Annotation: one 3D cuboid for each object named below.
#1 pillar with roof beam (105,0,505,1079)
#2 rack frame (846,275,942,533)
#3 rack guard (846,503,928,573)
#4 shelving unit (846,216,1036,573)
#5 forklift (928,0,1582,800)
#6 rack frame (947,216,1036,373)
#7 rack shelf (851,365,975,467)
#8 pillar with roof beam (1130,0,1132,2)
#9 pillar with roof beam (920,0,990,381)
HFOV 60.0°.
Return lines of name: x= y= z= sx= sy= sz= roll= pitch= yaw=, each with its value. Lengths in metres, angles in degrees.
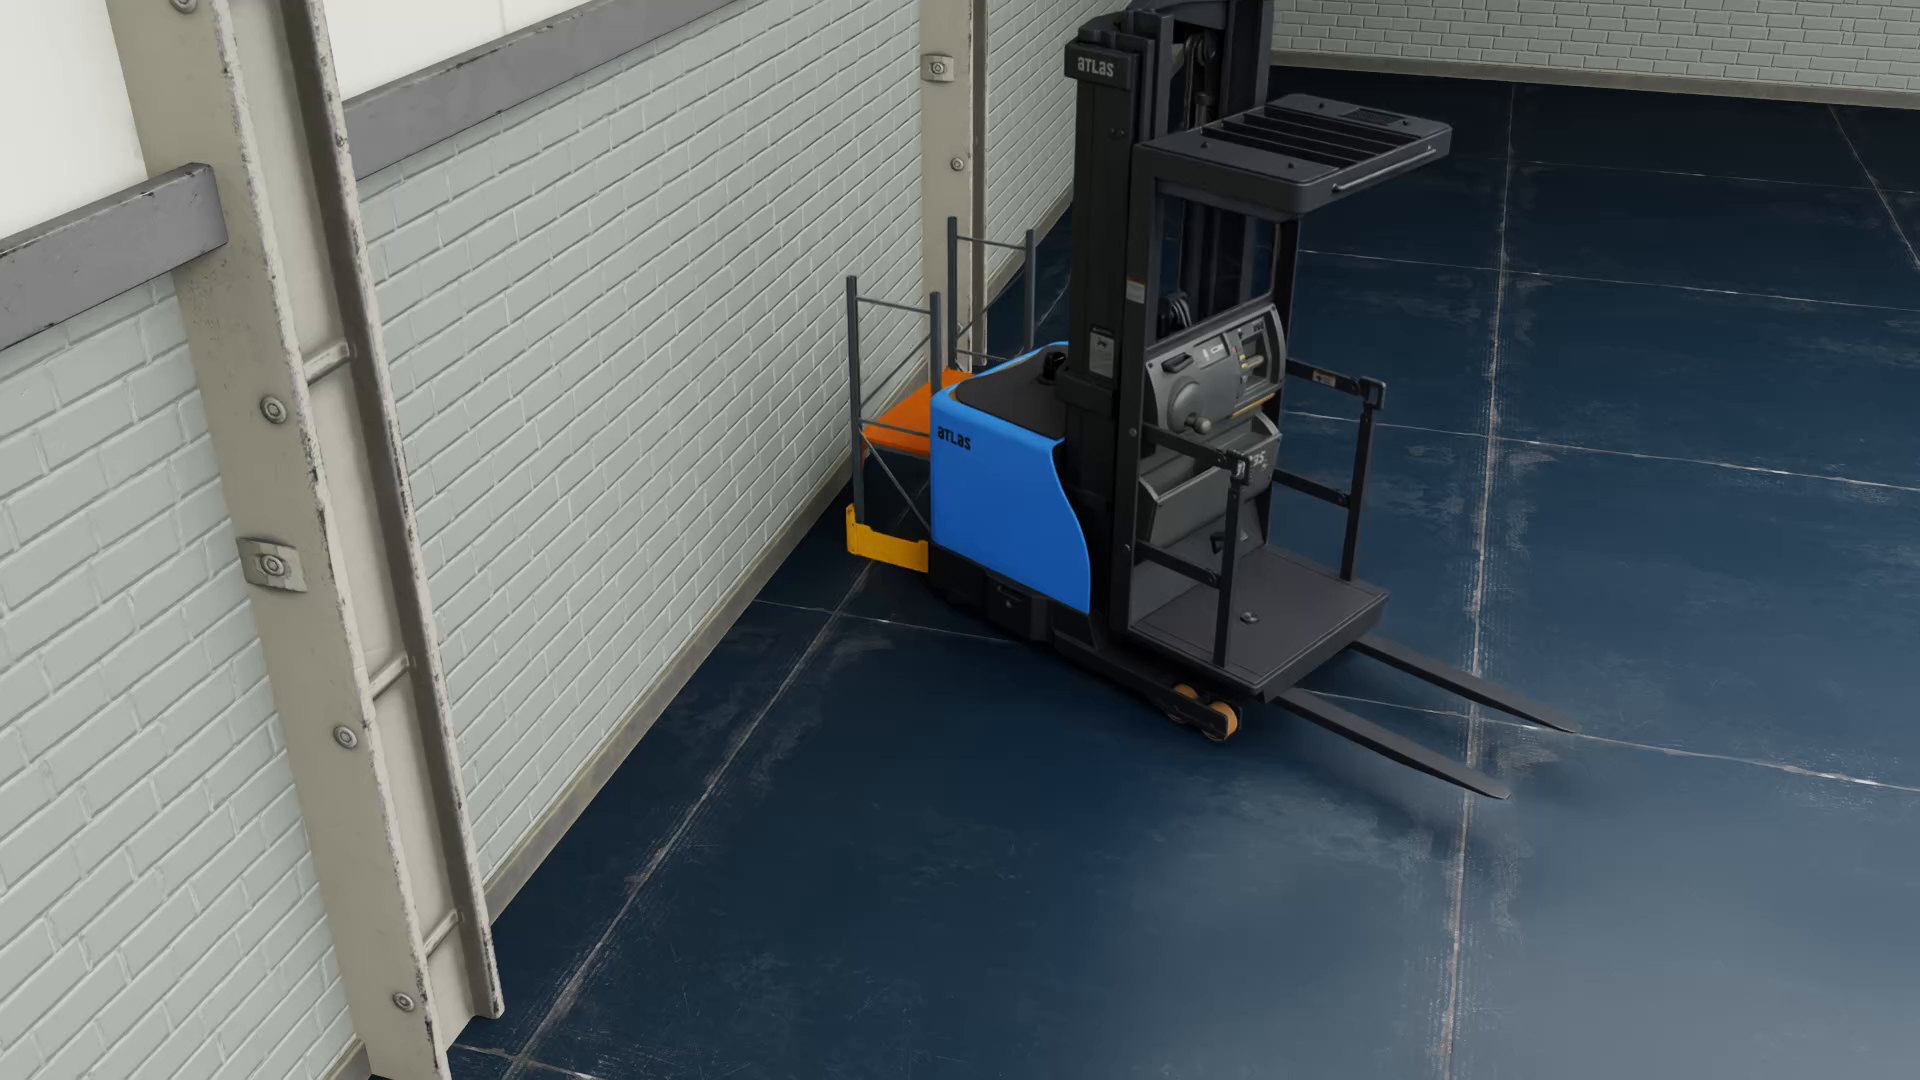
pillar with roof beam: x=2.324 y=-1.613 z=2.393 sx=9.100 sy=9.000 sz=0.400 roll=8 pitch=30 yaw=15
rack frame: x=-0.316 y=-0.546 z=8.190 sx=0.500 sy=1.500 sz=0.032 roll=14 pitch=32 yaw=24
rack guard: x=-0.315 y=-0.001 z=8.494 sx=0.587 sy=0.250 sz=0.087 roll=14 pitch=32 yaw=24
shelving unit: x=-0.081 y=-0.761 z=8.575 sx=0.587 sy=1.500 sz=1.083 roll=14 pitch=32 yaw=24
forklift: x=1.255 y=-0.700 z=6.993 sx=3.031 sy=2.935 sz=1.130 roll=25 pitch=38 yaw=37
rack frame: x=0.162 y=-0.983 z=8.974 sx=0.500 sy=1.500 sz=0.032 roll=14 pitch=32 yaw=24
rack shelf: x=-0.077 y=-0.607 z=8.669 sx=0.538 sy=0.185 sz=1.000 roll=14 pitch=32 yaw=24
pillar with roof beam: x=5.846 y=-7.190 z=12.418 sx=9.100 sy=9.000 sz=0.400 roll=8 pitch=30 yaw=15
pillar with roof beam: x=4.085 y=-4.401 z=7.405 sx=9.100 sy=9.000 sz=0.400 roll=8 pitch=30 yaw=15
